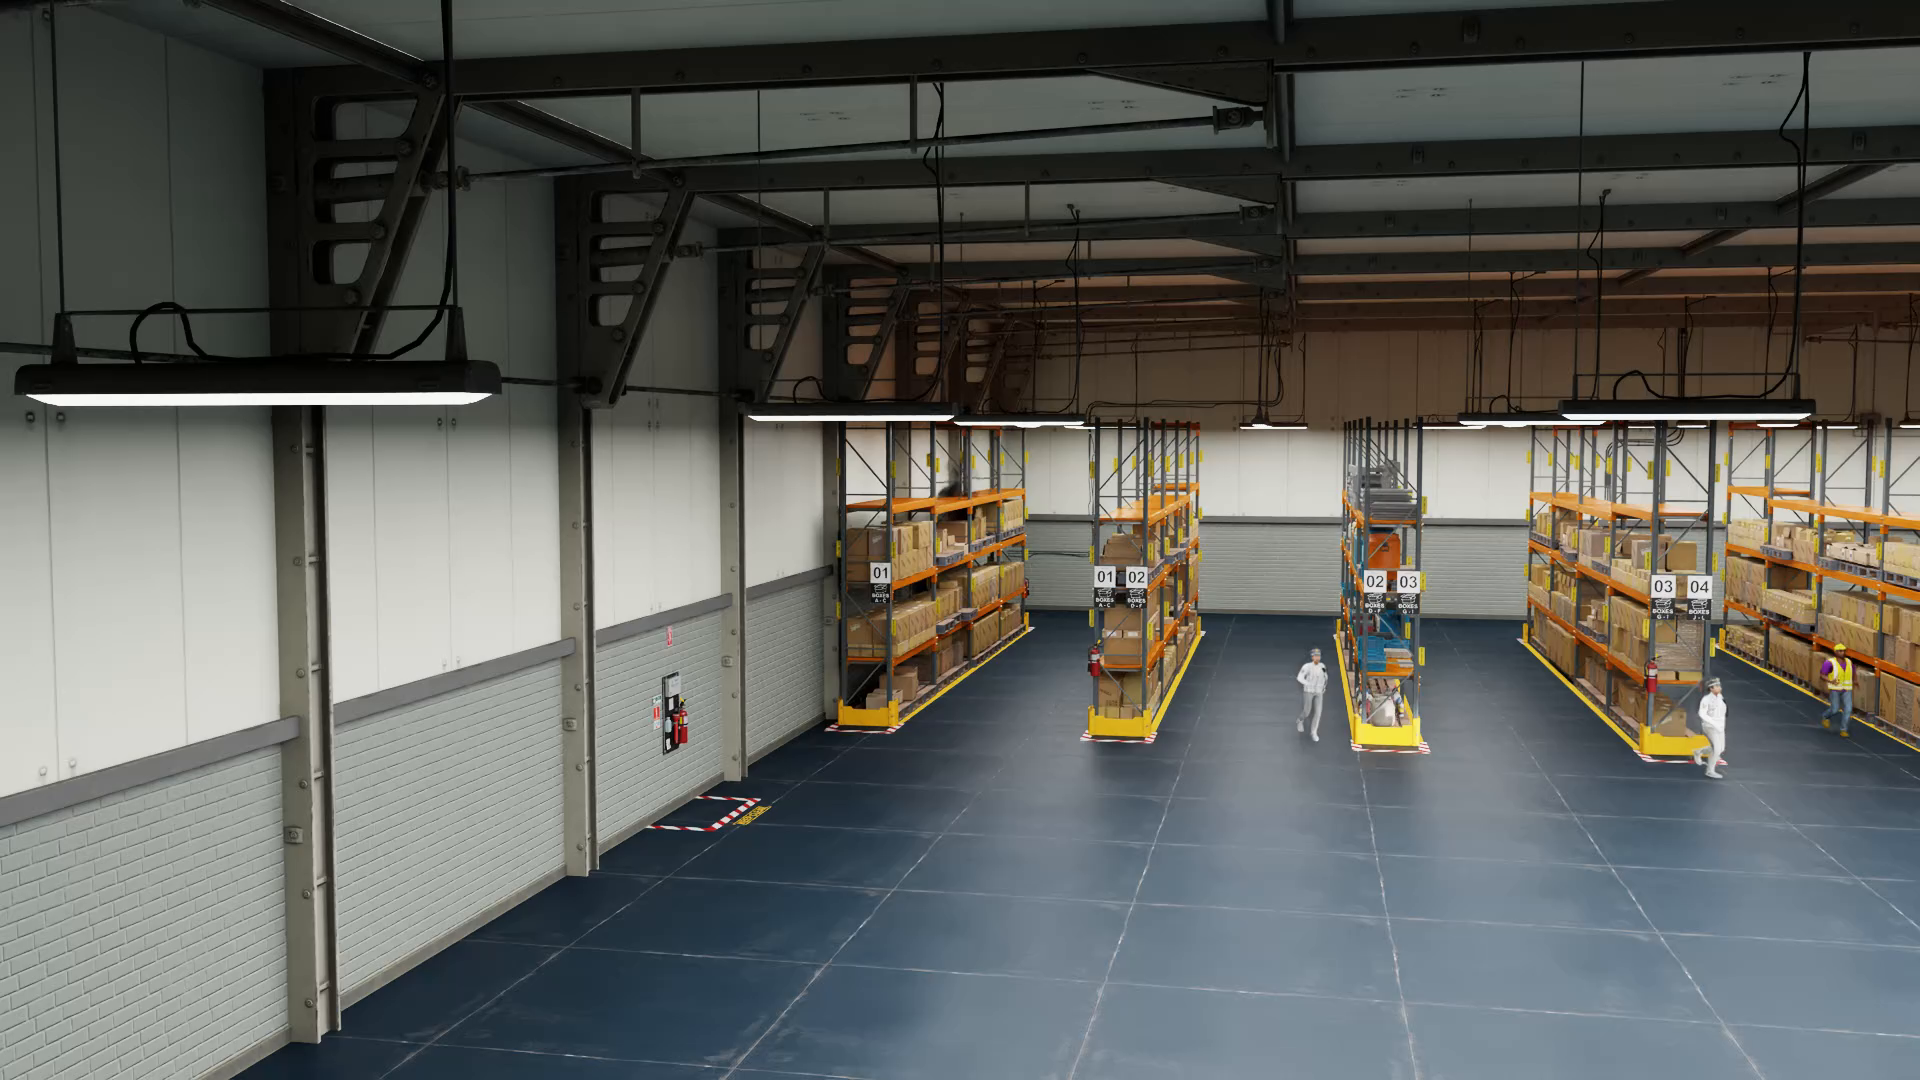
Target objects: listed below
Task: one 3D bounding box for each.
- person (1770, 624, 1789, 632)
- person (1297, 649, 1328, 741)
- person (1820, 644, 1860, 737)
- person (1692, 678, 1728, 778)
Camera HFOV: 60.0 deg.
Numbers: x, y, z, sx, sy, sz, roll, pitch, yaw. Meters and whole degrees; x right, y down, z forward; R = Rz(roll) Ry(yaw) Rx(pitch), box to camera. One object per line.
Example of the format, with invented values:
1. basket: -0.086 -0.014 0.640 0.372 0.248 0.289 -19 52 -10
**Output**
1. person: 22.053 1.891 44.891 0.959 1.793 0.675 1 4 8
2. person: 6.616 2.866 31.164 0.627 1.700 0.816 0 4 -6
3. person: 16.604 2.823 31.385 0.711 1.730 0.780 0 4 4
4. person: 12.476 3.100 27.657 0.629 1.665 0.631 -2 4 -32
